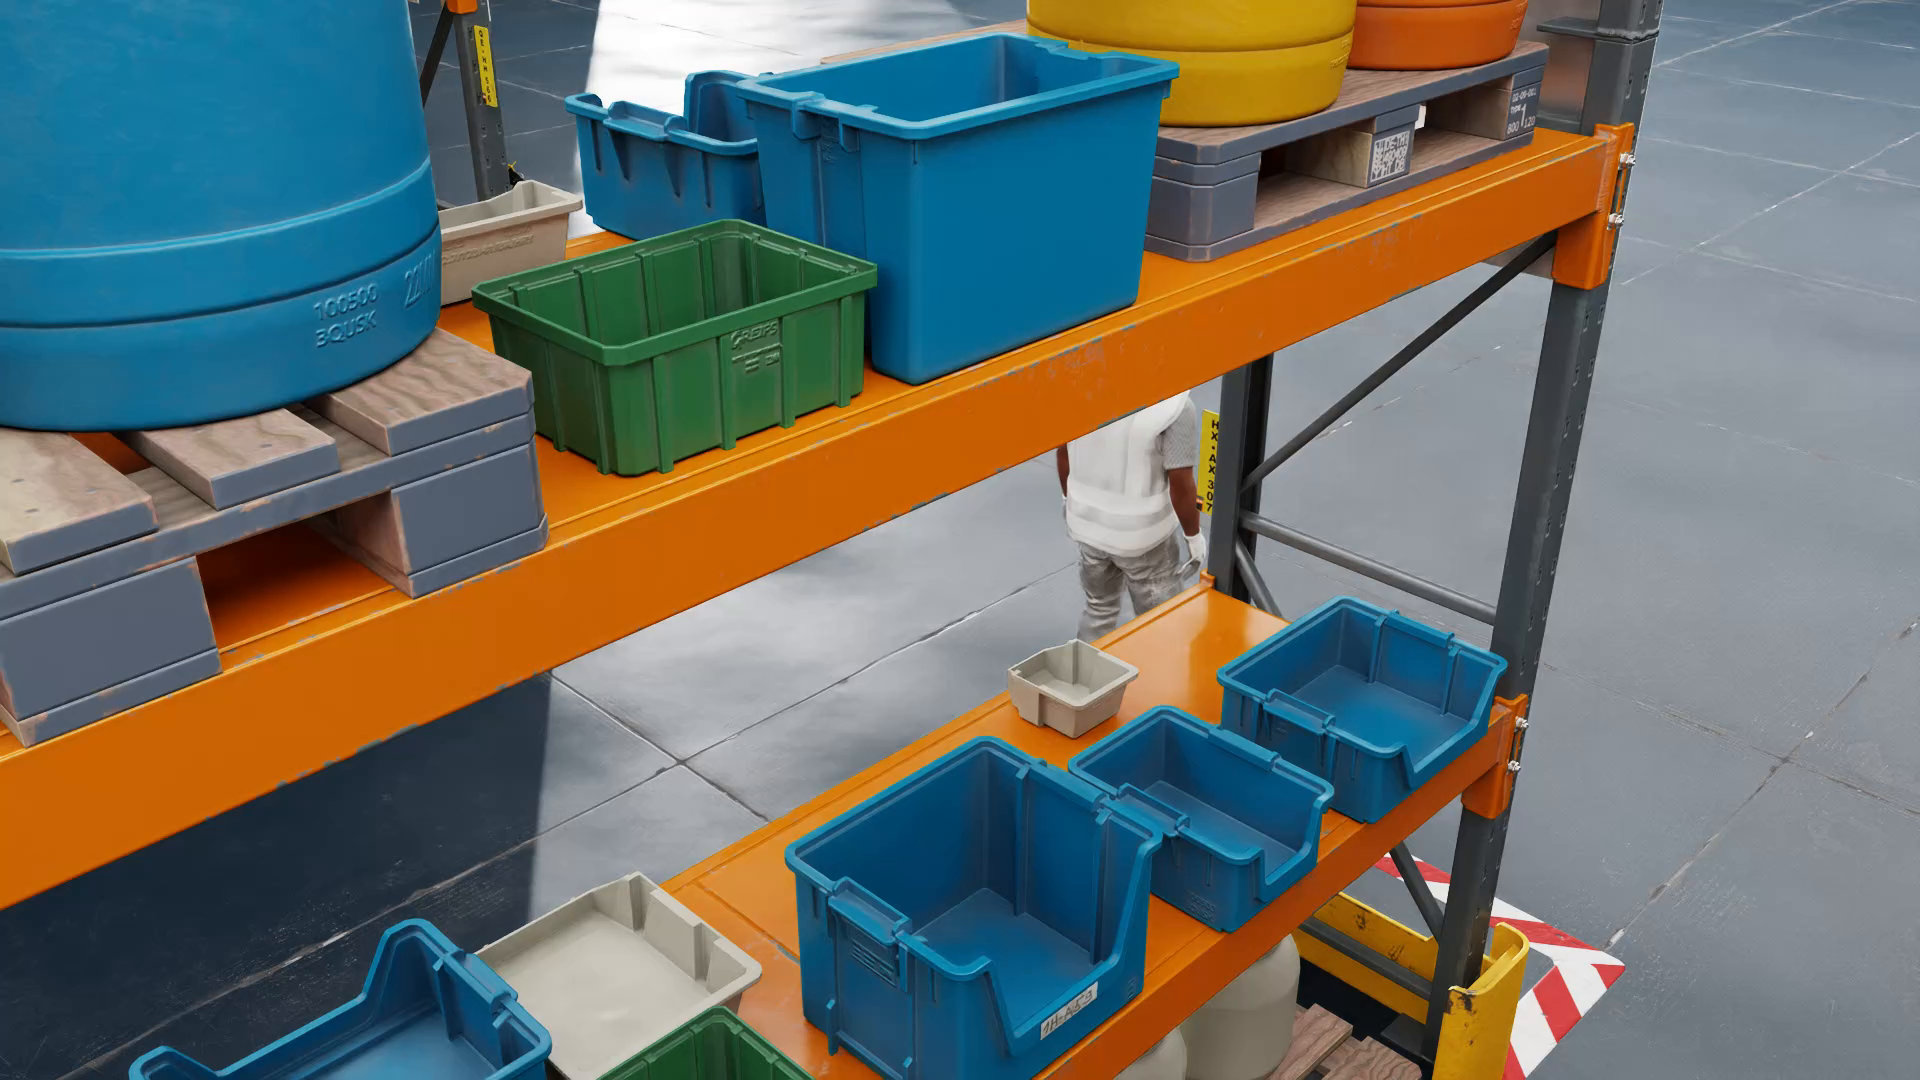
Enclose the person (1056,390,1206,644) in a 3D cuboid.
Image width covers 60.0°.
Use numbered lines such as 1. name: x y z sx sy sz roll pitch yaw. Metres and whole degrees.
1. person: 0.638 -0.066 6.235 0.625 1.773 0.452 22 35 36
